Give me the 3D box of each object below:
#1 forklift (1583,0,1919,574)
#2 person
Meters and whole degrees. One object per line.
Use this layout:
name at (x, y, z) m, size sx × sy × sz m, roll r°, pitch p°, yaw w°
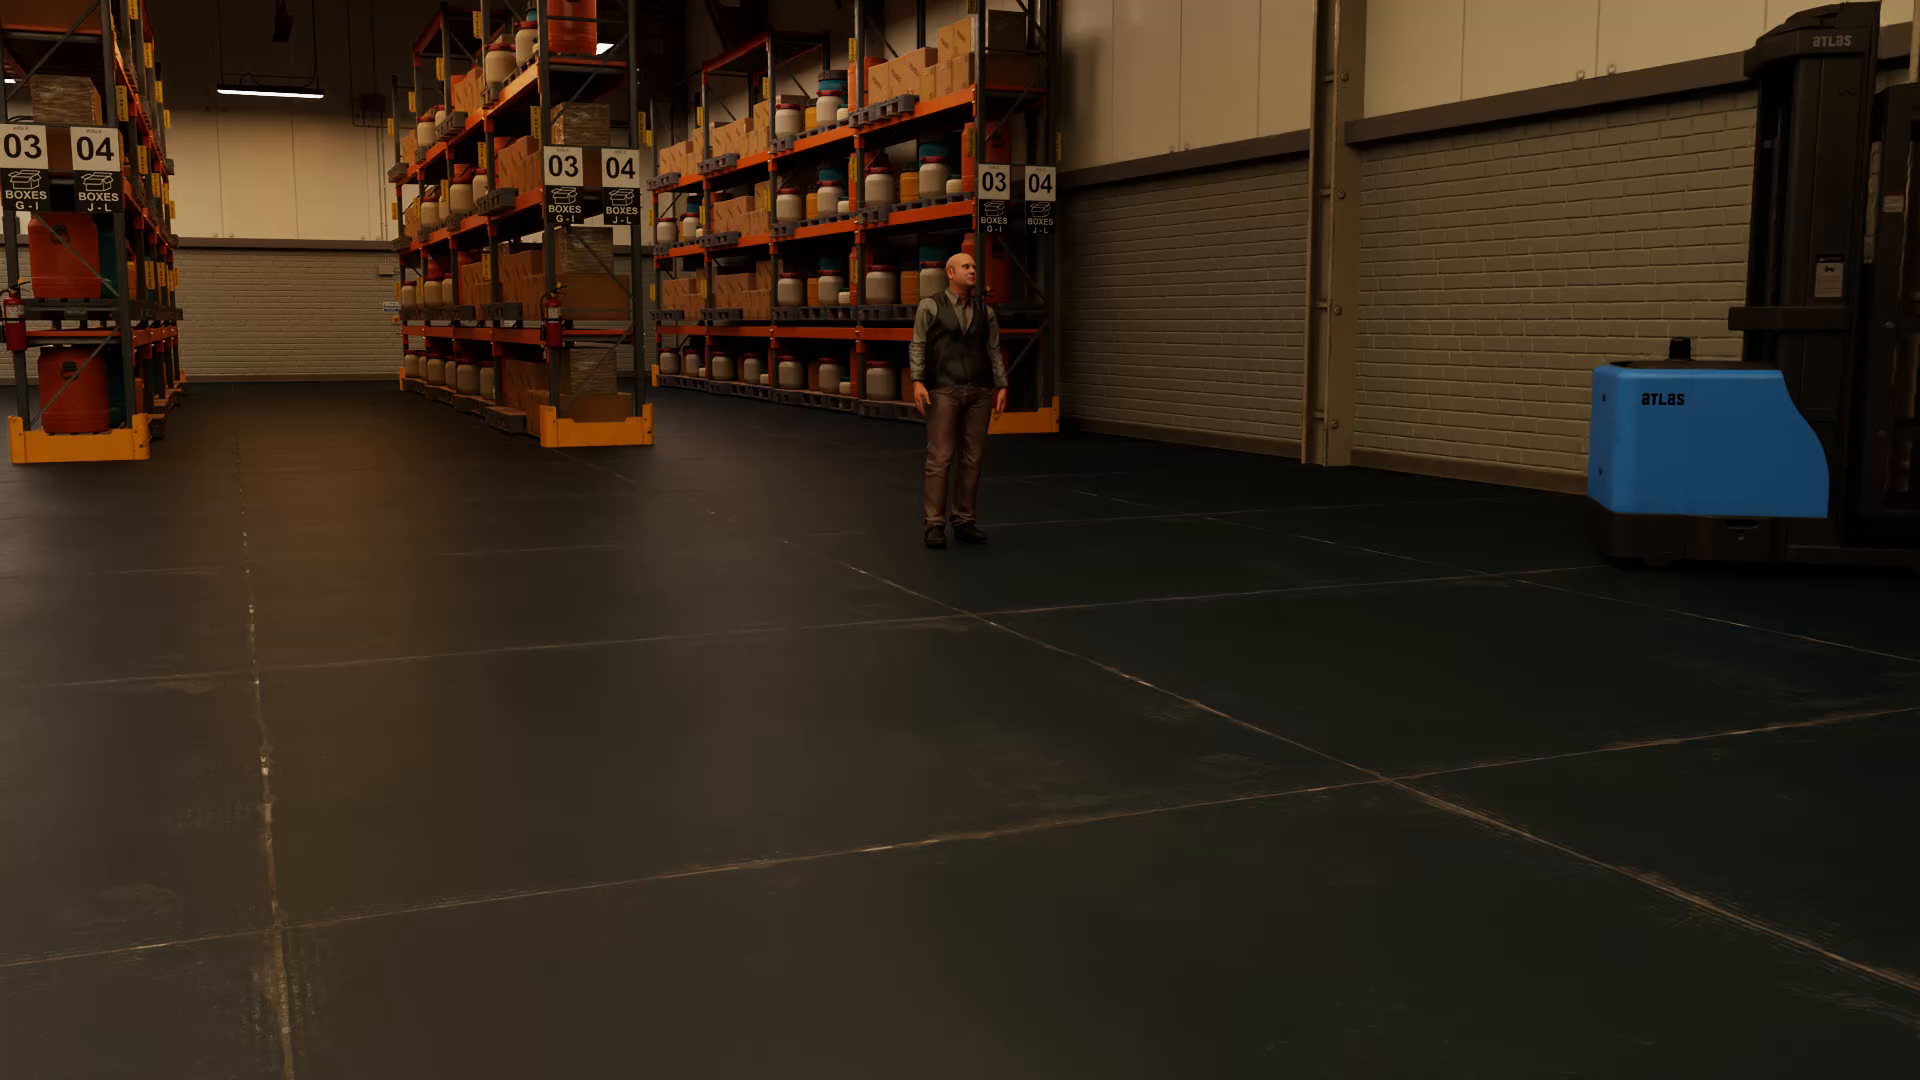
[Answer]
forklift at (5.058, -1.311, 8.885) m, size 3.031 × 2.935 × 1.130 m, roll 2°, pitch 8°, yaw 12°
person at (0.022, -0.852, 9.973) m, size 0.633 × 1.722 × 0.551 m, roll -3°, pitch 8°, yaw -23°
